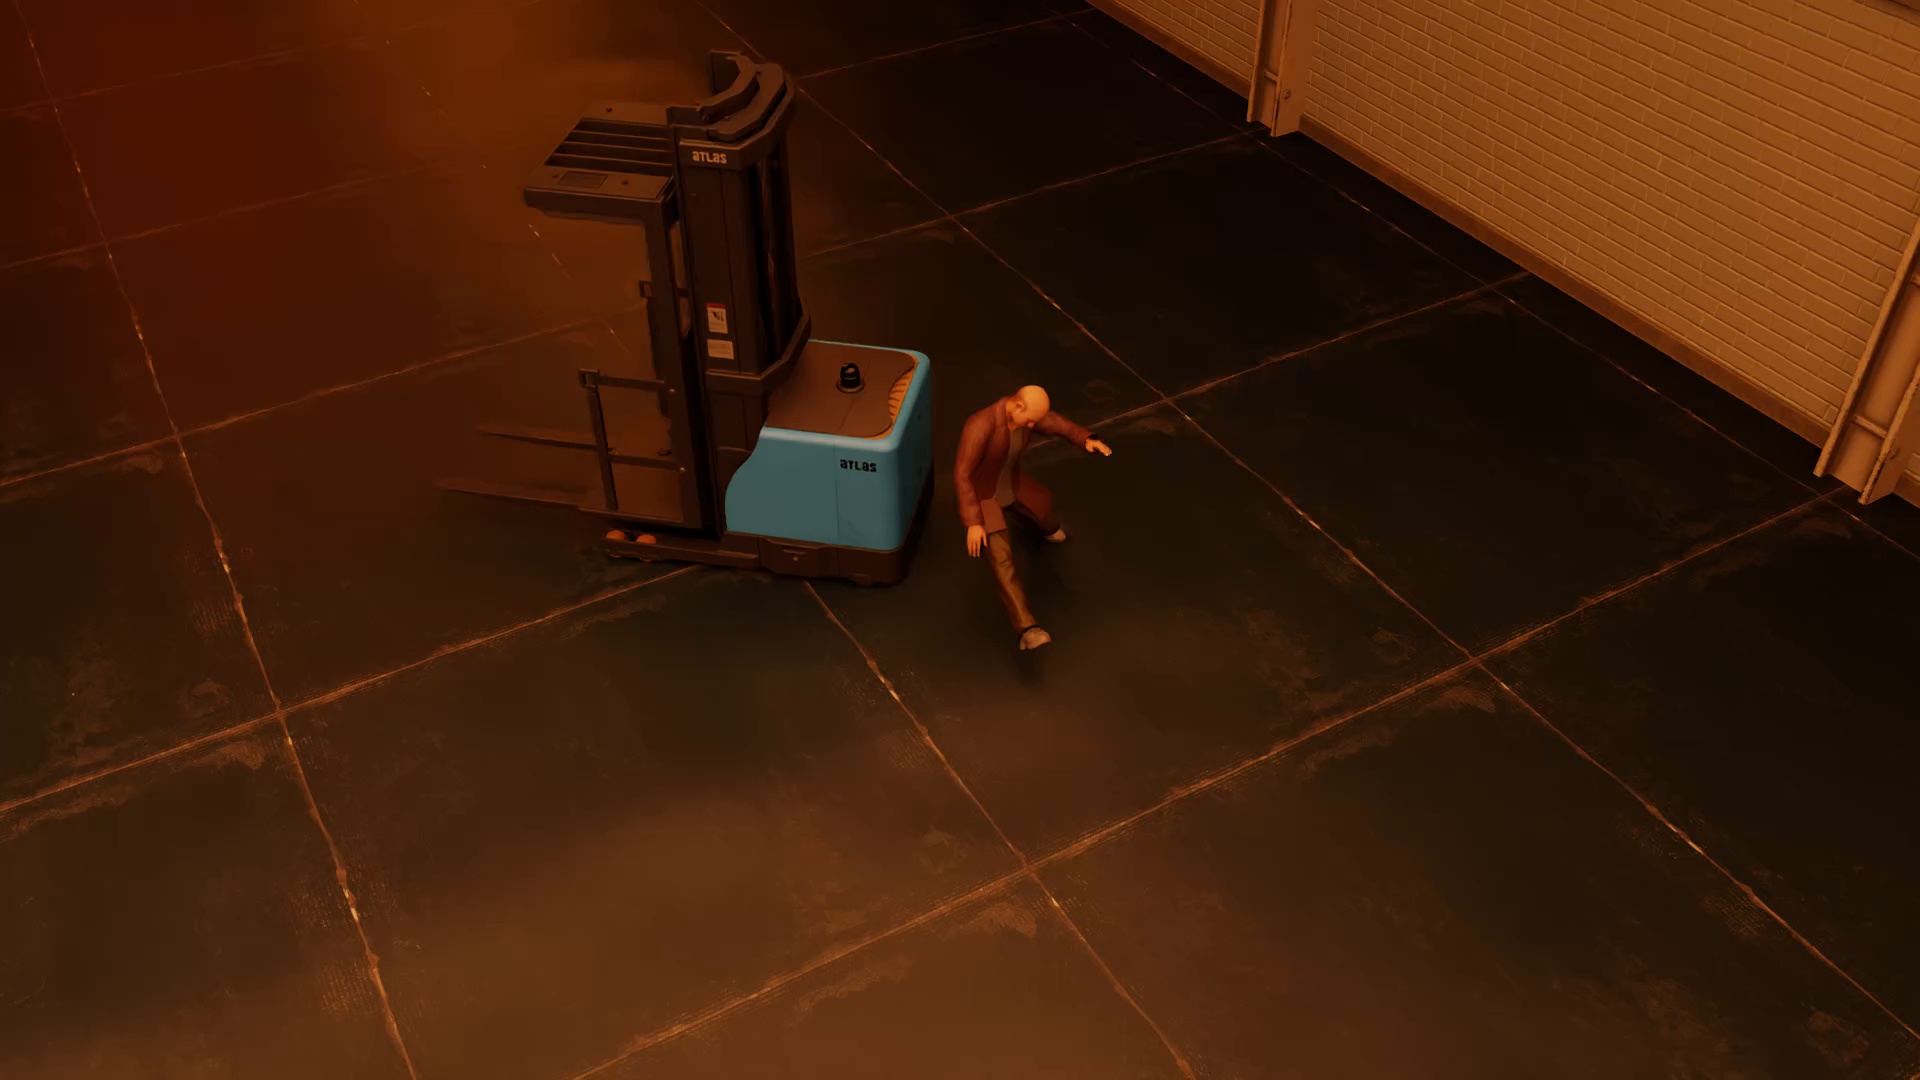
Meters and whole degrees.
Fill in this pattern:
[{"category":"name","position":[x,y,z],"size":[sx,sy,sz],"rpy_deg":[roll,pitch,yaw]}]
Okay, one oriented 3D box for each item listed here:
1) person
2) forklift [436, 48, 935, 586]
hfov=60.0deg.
[{"category":"person","position":[0.447,-0.188,9.482],"size":[1.059,1.416,1.261],"rpy_deg":[-28,47,-29]},{"category":"forklift","position":[-1.732,-1.320,9.628],"size":[3.031,2.935,1.130],"rpy_deg":[7,40,9]}]
